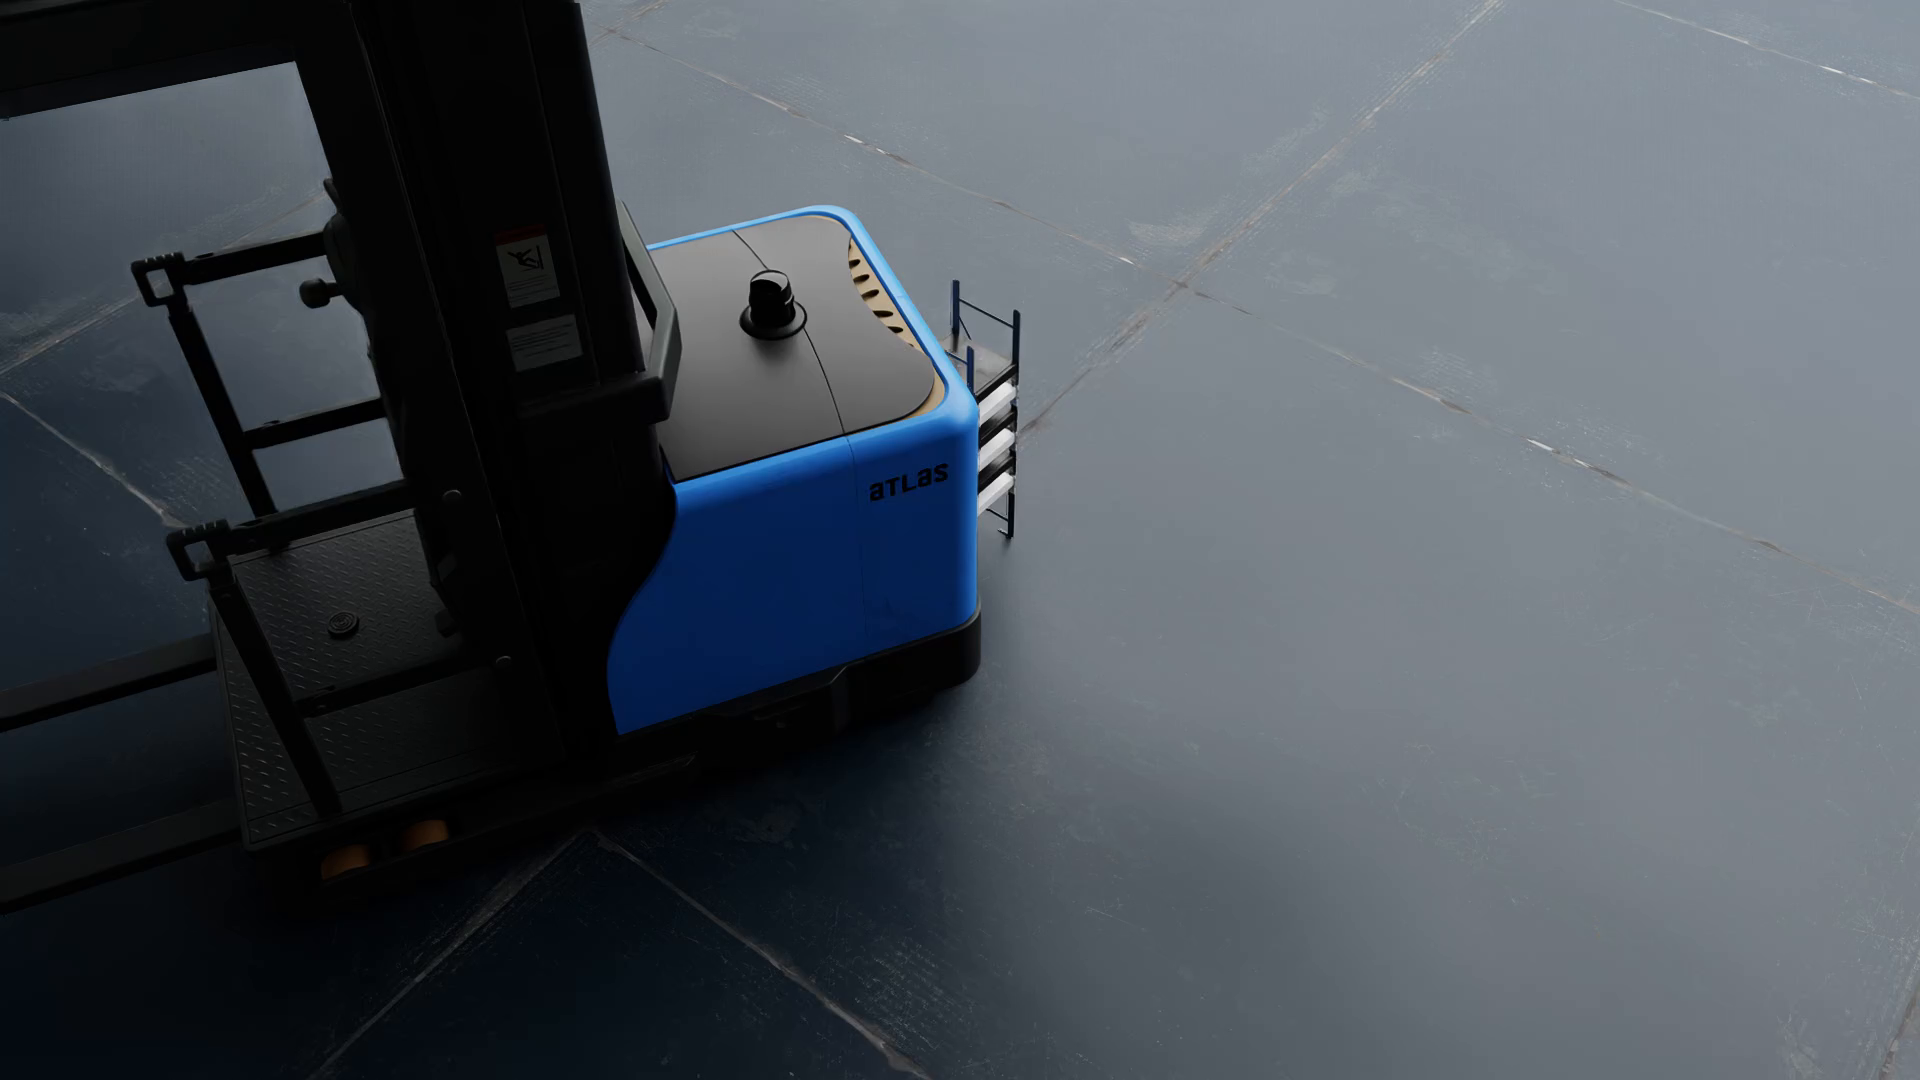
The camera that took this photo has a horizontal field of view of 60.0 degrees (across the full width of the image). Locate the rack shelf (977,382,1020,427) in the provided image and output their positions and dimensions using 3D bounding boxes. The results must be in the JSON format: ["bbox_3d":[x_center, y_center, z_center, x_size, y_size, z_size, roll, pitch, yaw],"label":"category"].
[{"bbox_3d":[0.009,-0.418,4.824,0.258,0.077,0.200,31,54,26],"label":"rack shelf"}]

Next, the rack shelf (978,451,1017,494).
[{"bbox_3d":[0.010,-0.232,5.019,0.258,0.077,0.200,31,54,26],"label":"rack shelf"}]

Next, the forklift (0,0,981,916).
[{"bbox_3d":[-1.506,-0.500,3.701,3.031,2.935,1.130,-17,49,-16],"label":"forklift"}]

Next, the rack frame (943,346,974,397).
[{"bbox_3d":[-0.055,-0.260,4.876,0.240,0.900,0.006,31,54,26],"label":"rack frame"}]

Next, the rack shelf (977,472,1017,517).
[{"bbox_3d":[0.010,-0.170,5.084,0.258,0.077,0.200,31,54,26],"label":"rack shelf"}]

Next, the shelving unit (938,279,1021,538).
[{"bbox_3d":[0.010,-0.317,4.930,0.258,0.900,0.210,31,54,26],"label":"shelving unit"}]

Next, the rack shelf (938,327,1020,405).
[{"bbox_3d":[0.009,-0.481,4.759,0.258,0.077,0.200,31,54,26],"label":"rack shelf"}]

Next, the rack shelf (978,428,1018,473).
[{"bbox_3d":[0.010,-0.294,4.954,0.258,0.077,0.200,31,54,26],"label":"rack shelf"}]

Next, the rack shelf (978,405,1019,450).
[{"bbox_3d":[0.010,-0.356,4.889,0.258,0.077,0.200,31,54,26],"label":"rack shelf"}]

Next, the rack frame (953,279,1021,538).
[{"bbox_3d":[0.075,-0.374,4.984,0.240,0.900,0.006,31,54,26],"label":"rack frame"}]
